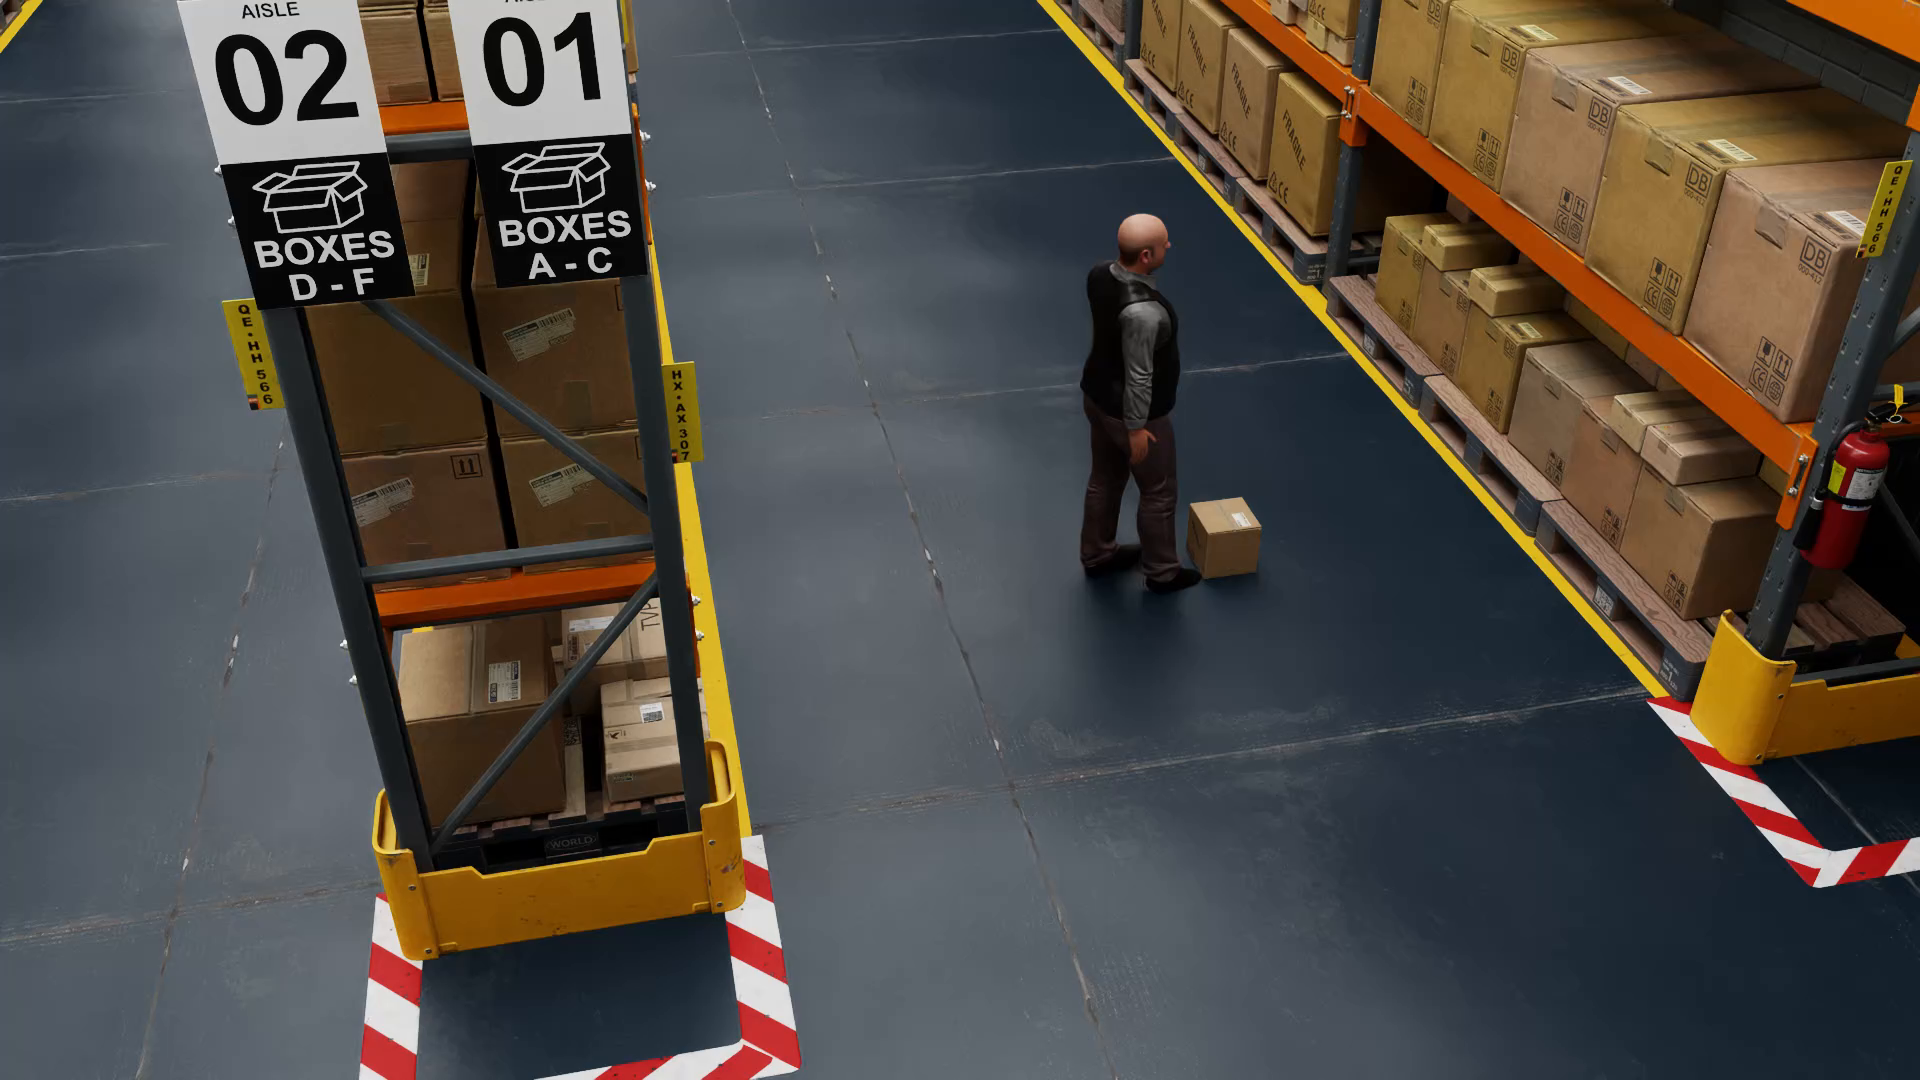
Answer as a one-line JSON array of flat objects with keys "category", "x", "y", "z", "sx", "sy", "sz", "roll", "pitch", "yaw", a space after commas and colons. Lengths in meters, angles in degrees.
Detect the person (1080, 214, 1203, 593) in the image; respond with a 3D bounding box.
[{"category": "person", "x": 0.781, "y": -0.578, "z": 7.036, "sx": 0.526, "sy": 1.755, "sz": 0.565, "roll": -13, "pitch": 36, "yaw": -19}]
